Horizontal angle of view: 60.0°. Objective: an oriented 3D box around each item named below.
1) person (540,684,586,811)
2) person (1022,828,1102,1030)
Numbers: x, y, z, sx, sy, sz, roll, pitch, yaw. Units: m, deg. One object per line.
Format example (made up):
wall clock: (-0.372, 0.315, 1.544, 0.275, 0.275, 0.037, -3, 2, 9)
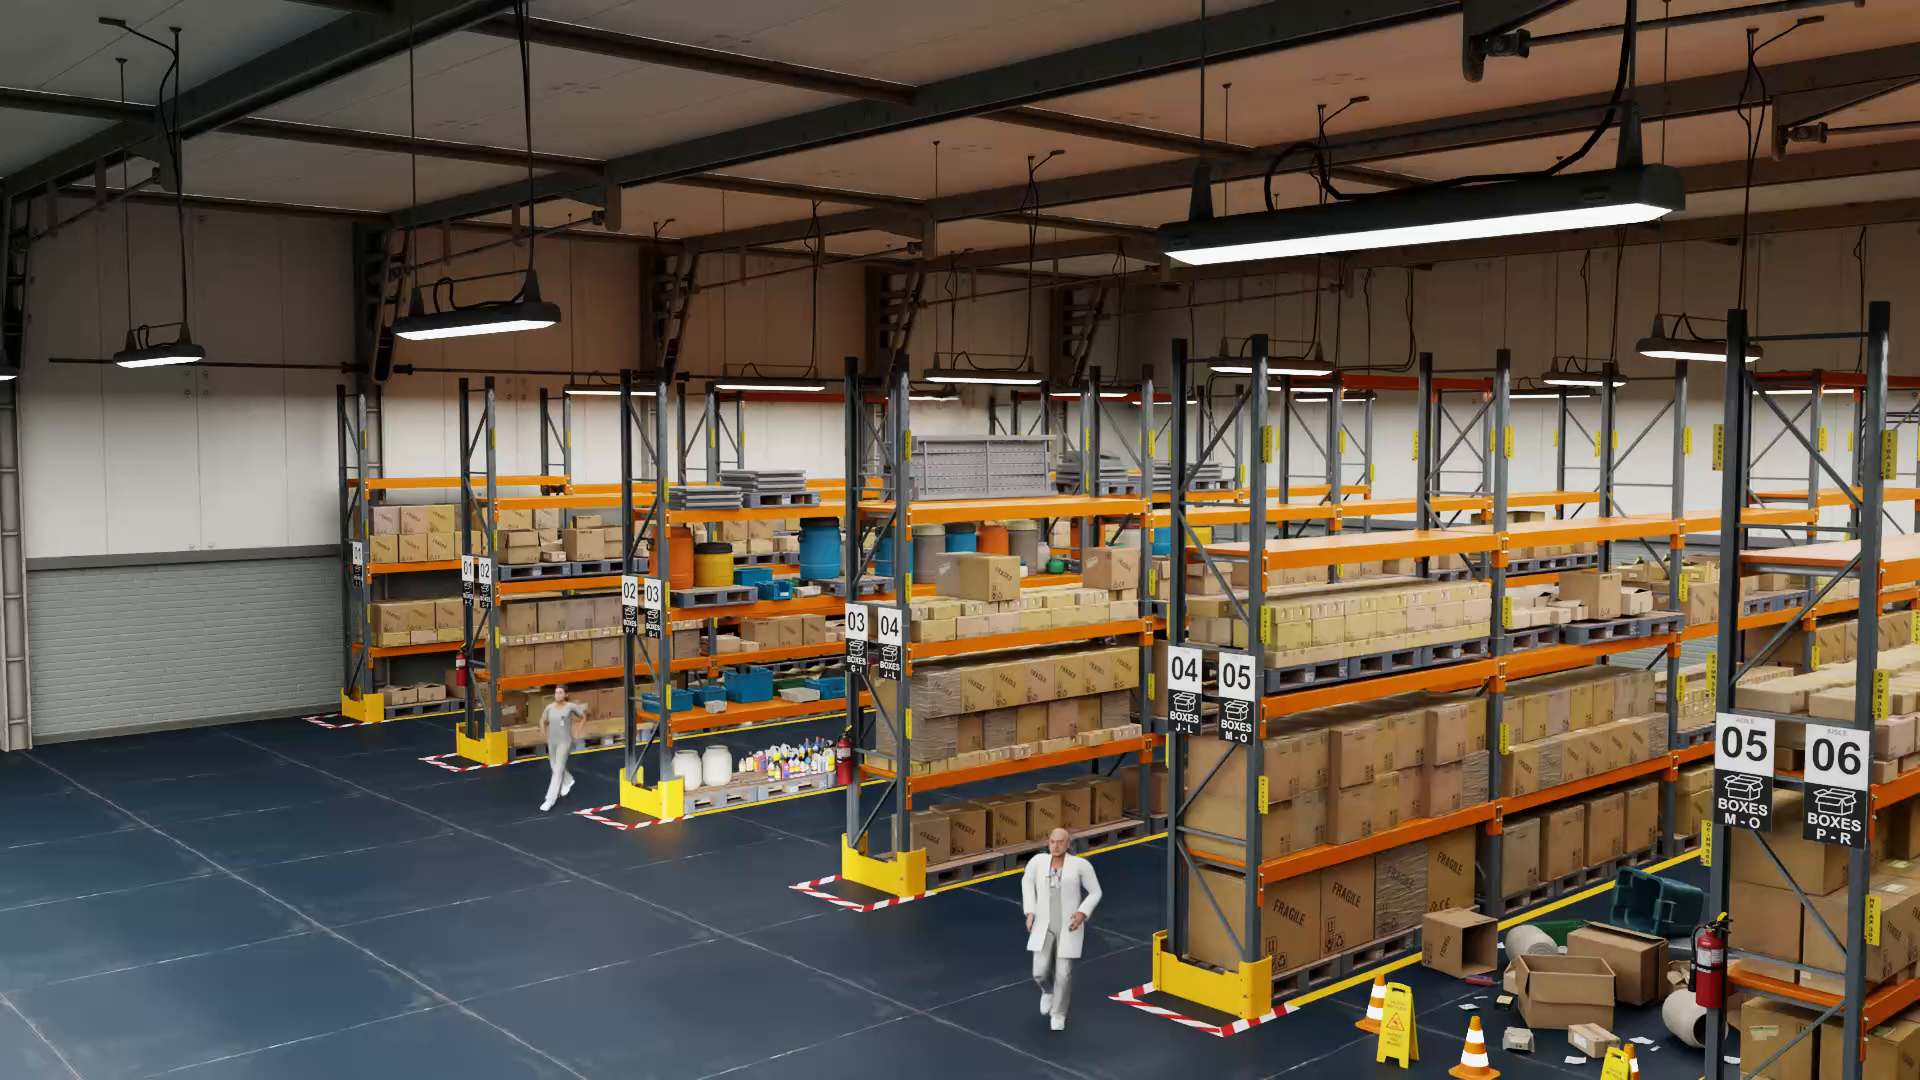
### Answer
person: (-5.508, 2.814, 22.923, 0.601, 1.673, 0.970, 1, 4, 14)
person: (0.864, 3.354, 14.394, 0.730, 1.745, 0.632, 1, 4, 14)
